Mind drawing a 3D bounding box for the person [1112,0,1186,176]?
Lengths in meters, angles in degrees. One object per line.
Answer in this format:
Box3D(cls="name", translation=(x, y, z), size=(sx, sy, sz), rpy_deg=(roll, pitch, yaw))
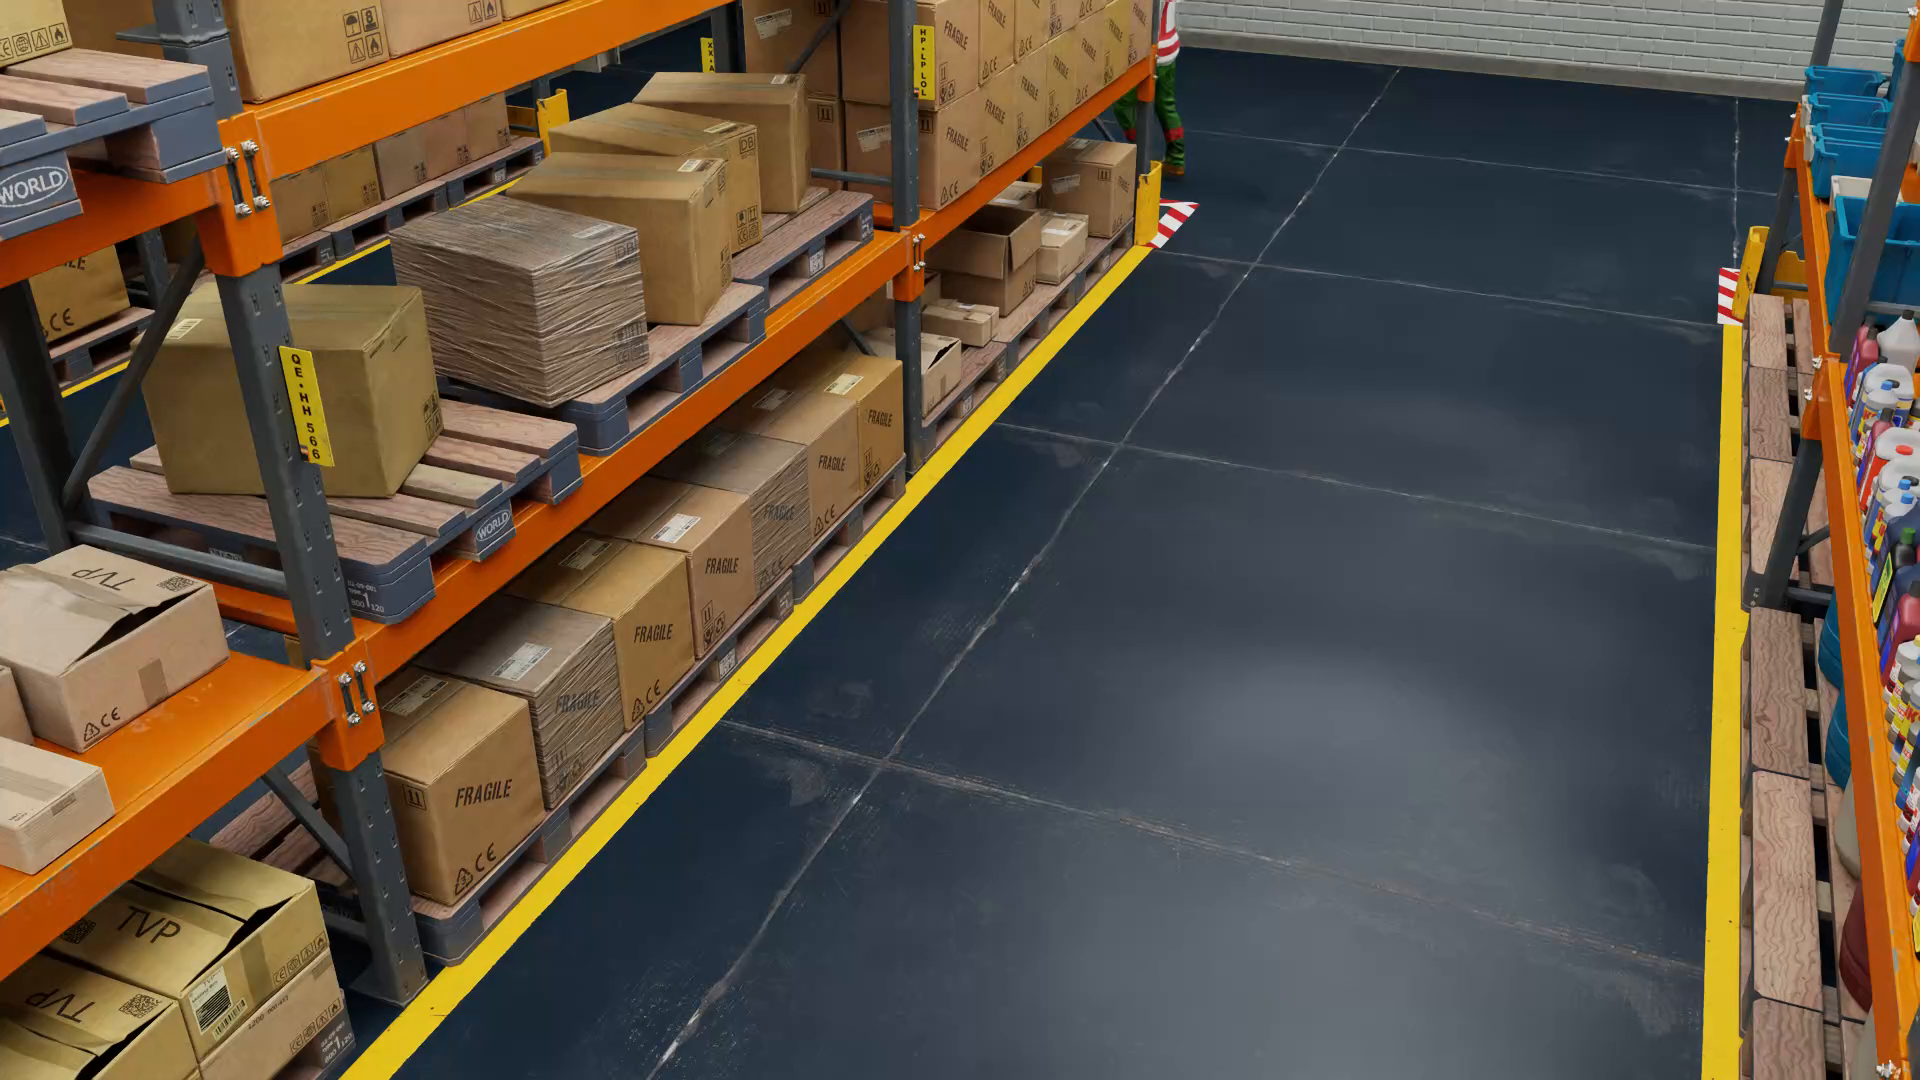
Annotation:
Box3D(cls="person", translation=(1.446, -3.564, 12.433), size=(0.559, 1.830, 0.667), rpy_deg=(11, 31, 18))
